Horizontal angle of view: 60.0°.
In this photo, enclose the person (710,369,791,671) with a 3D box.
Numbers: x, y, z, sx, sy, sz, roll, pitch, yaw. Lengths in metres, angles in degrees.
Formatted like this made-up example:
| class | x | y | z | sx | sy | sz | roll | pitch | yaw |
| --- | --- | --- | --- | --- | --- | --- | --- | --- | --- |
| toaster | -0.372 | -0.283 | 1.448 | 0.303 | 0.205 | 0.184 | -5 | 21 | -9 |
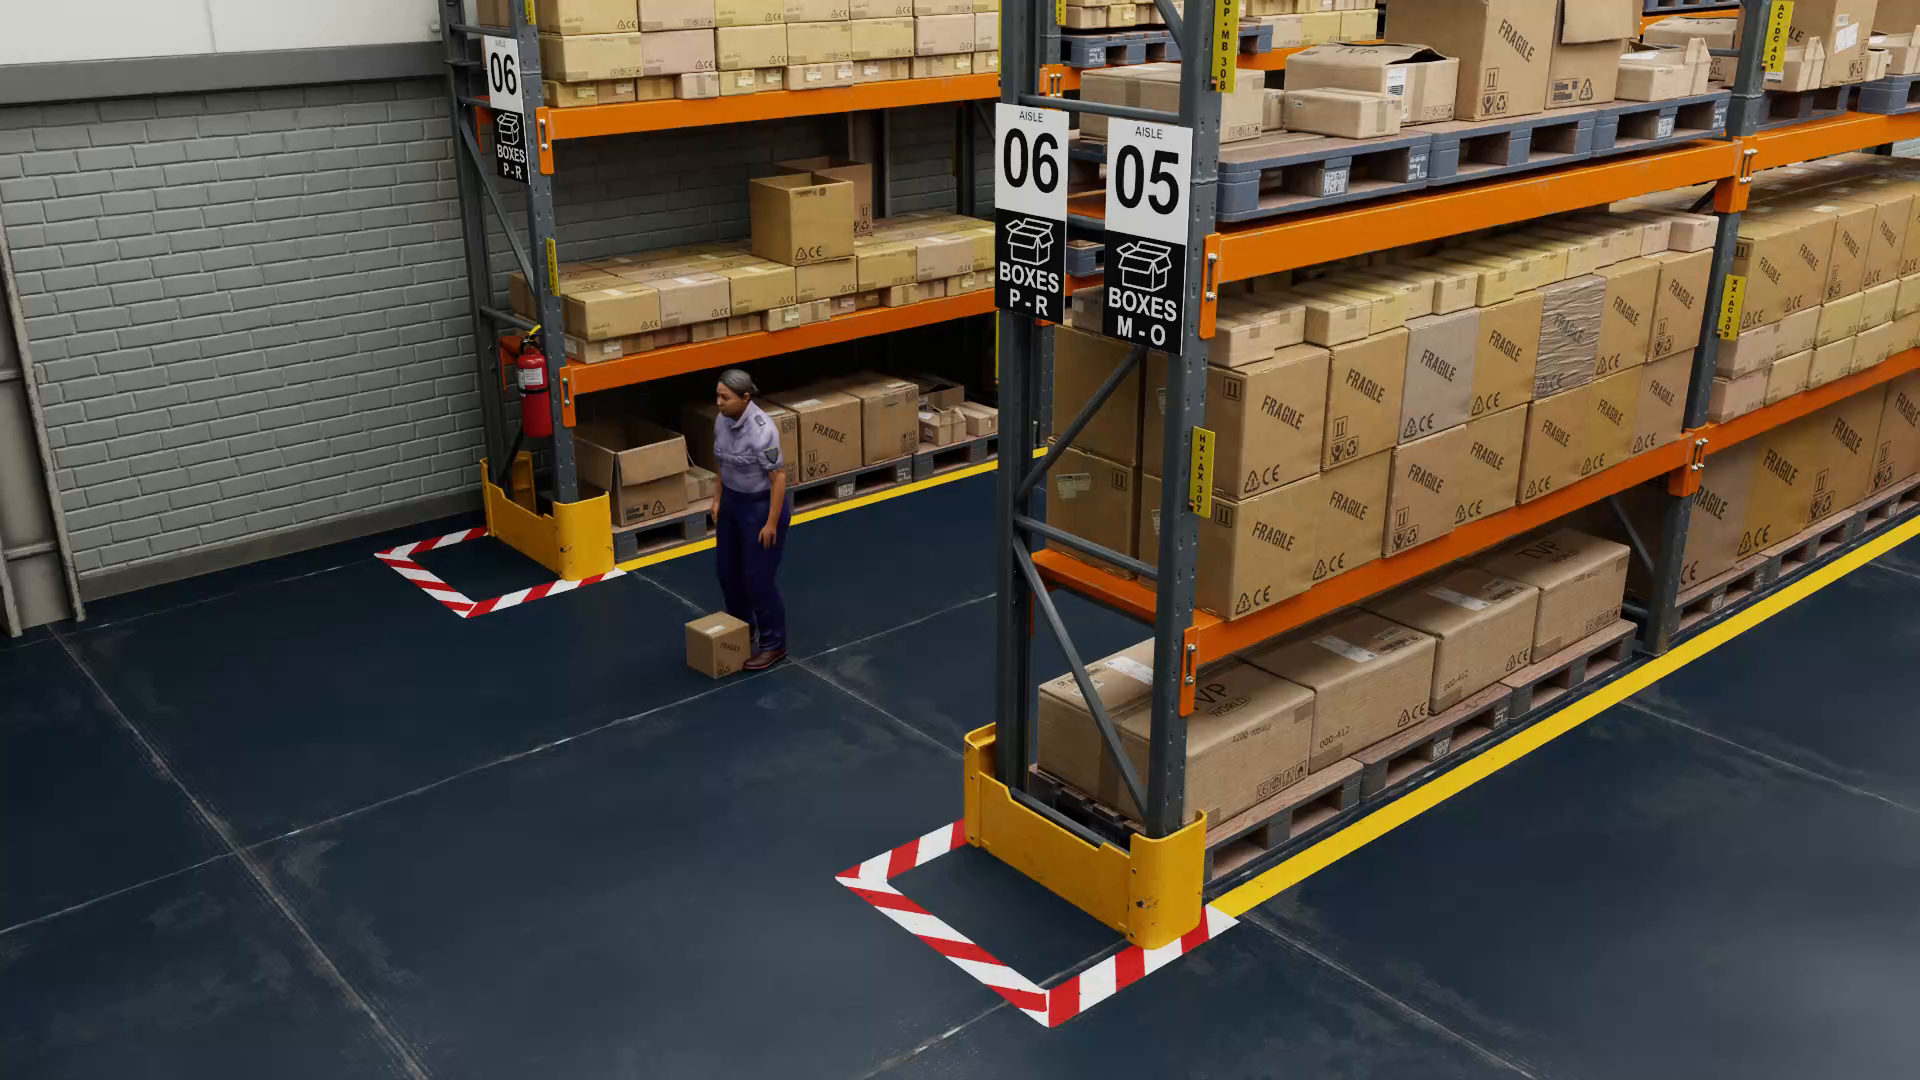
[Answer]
| class | x | y | z | sx | sy | sz | roll | pitch | yaw |
| --- | --- | --- | --- | --- | --- | --- | --- | --- | --- |
| person | -1.138 | -0.137 | 8.952 | 0.364 | 1.648 | 0.557 | -18 | 28 | -39 |
